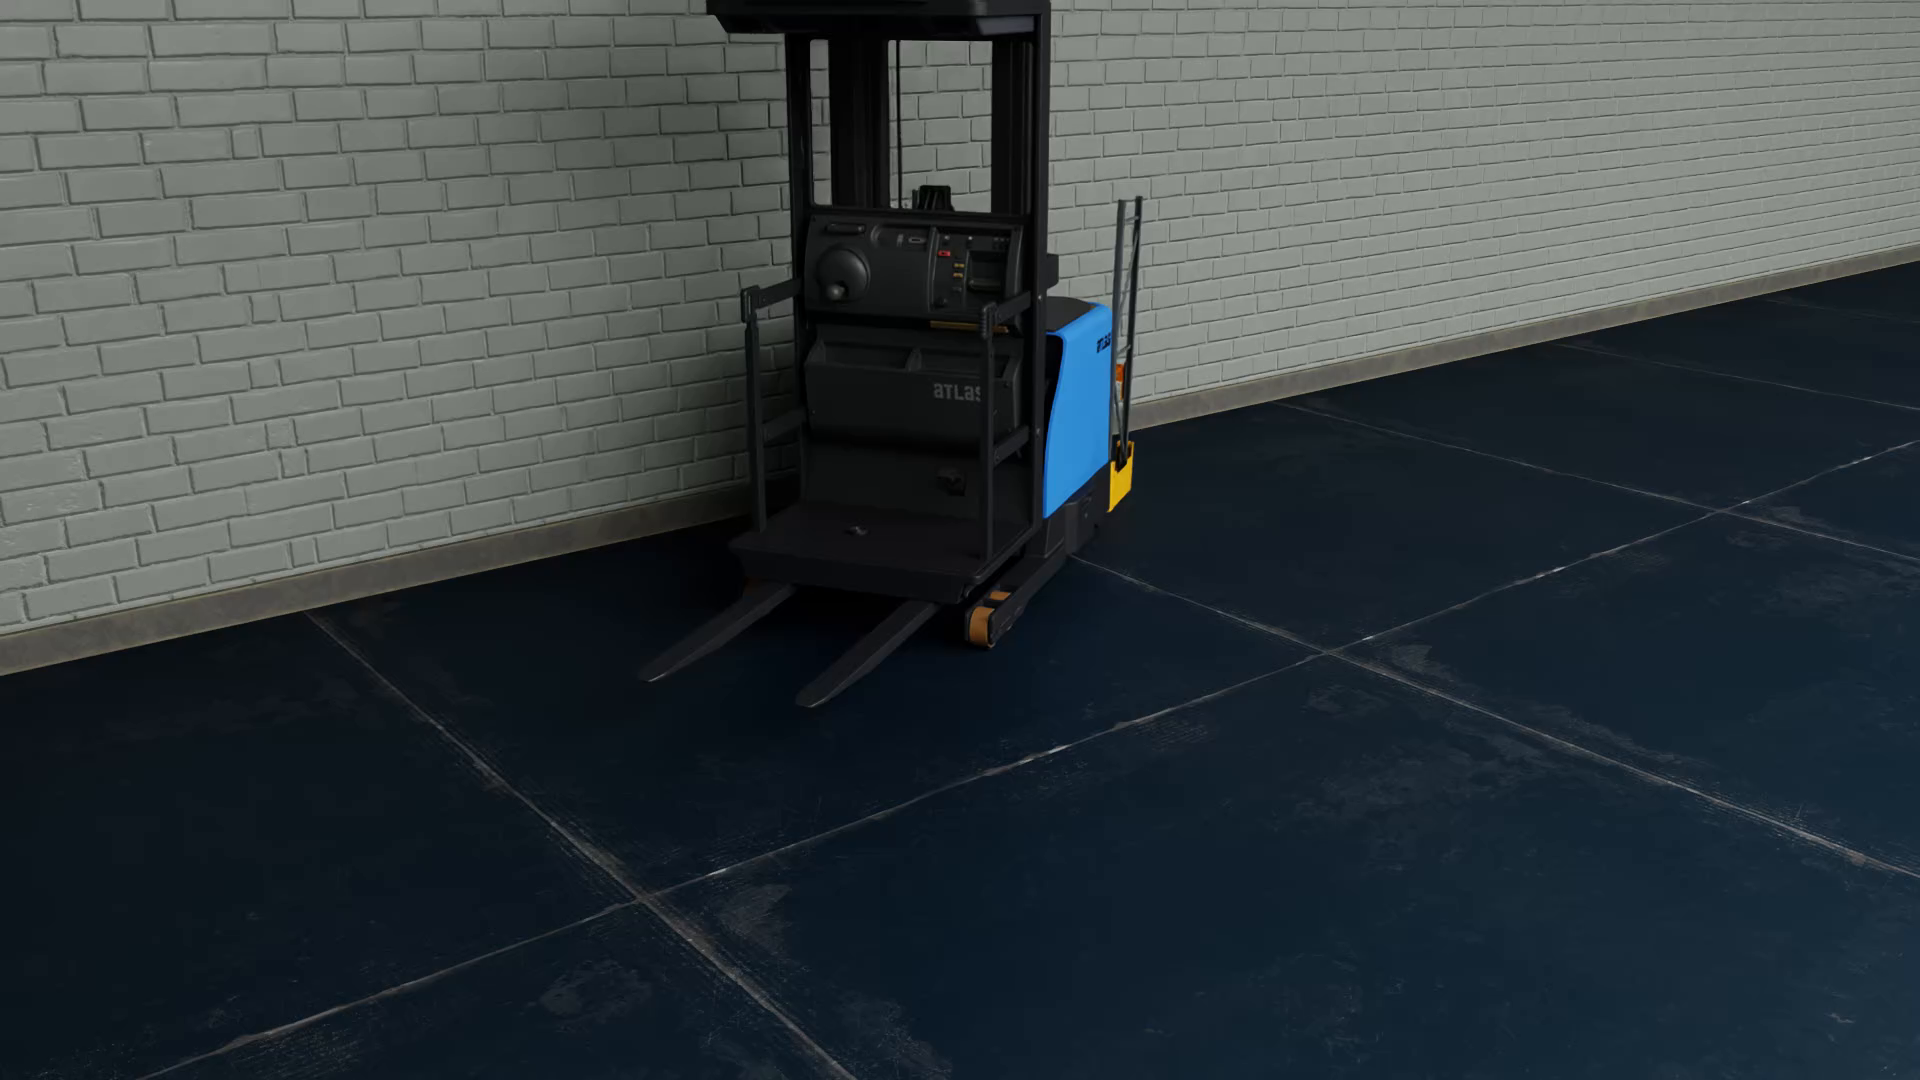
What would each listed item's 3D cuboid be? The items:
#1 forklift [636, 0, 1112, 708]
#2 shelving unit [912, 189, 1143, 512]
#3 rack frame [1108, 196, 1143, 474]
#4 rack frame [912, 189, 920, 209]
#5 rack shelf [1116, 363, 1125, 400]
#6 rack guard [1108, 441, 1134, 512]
[{"bbox_3d":[-0.268,-1.110,6.553,1.130,2.935,3.031,7,19,20],"label":"forklift"},{"bbox_3d":[0.322,-0.982,8.365,1.083,1.500,0.587,6,15,15],"label":"shelving unit"},{"bbox_3d":[0.801,-0.931,8.234,0.032,1.500,0.500,6,15,15],"label":"rack frame"},{"bbox_3d":[-0.174,-1.035,8.501,0.032,1.500,0.500,6,15,15],"label":"rack frame"},{"bbox_3d":[0.307,-0.809,8.412,1.000,0.185,0.538,6,15,15],"label":"rack shelf"},{"bbox_3d":[0.778,-0.326,8.389,0.087,0.250,0.587,6,15,15],"label":"rack guard"}]
